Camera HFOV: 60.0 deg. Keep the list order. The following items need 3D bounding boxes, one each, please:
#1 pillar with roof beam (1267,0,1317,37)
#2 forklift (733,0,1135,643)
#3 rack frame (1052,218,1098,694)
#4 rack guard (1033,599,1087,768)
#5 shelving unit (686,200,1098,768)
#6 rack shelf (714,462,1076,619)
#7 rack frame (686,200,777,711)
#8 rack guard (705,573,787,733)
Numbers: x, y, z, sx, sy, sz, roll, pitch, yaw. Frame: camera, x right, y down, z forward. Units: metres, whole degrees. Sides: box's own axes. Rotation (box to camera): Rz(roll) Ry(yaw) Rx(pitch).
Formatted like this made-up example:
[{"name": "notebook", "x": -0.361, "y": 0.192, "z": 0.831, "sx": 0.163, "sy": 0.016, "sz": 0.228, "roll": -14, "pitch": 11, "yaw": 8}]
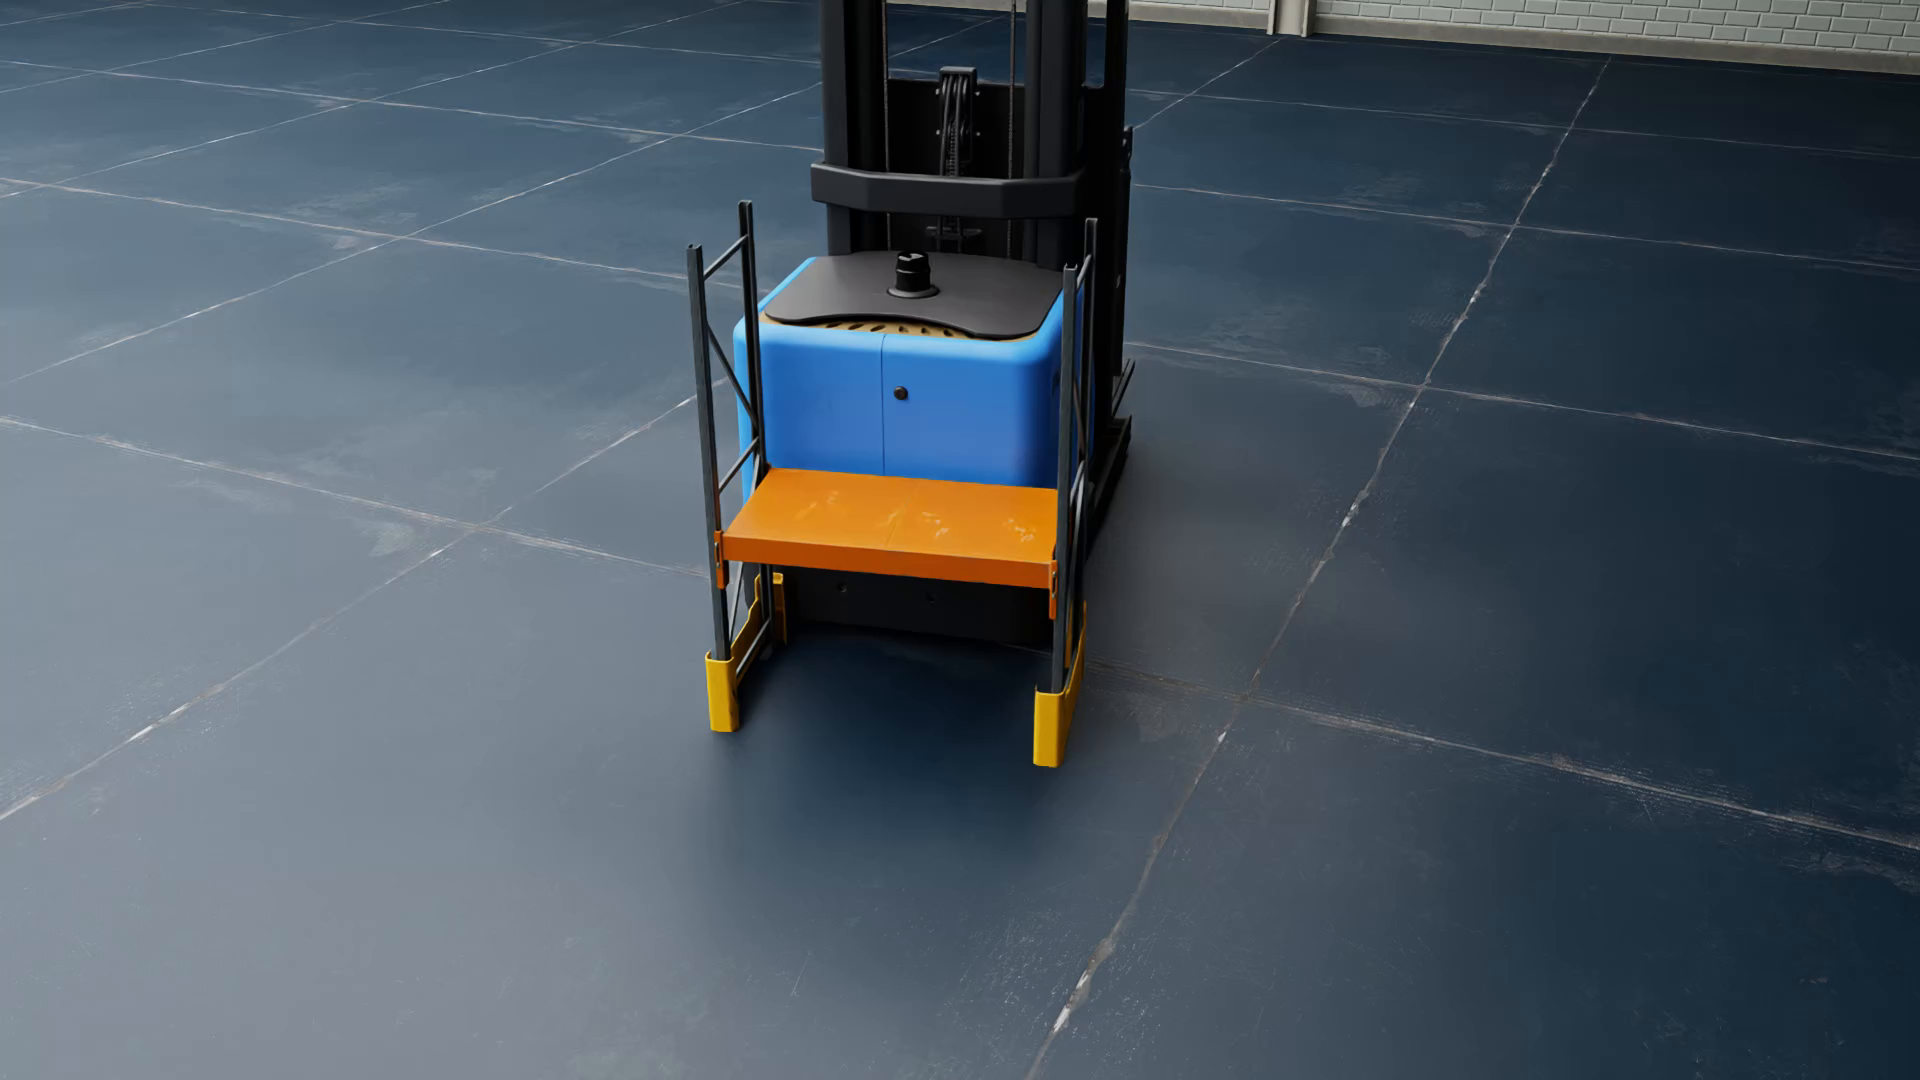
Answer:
[{"name": "pillar with roof beam", "x": 1.481, "y": -7.310, "z": 10.910, "sx": 0.400, "sy": 9.000, "sz": 9.100, "roll": 11, "pitch": 28, "yaw": 22}, {"name": "forklift", "x": 0.101, "y": -1.608, "z": 6.198, "sx": 1.130, "sy": 2.935, "sz": 3.031, "roll": 6, "pitch": 27, "yaw": 12}, {"name": "rack frame", "x": 0.328, "y": -0.130, "z": 4.815, "sx": 0.032, "sy": 1.500, "sz": 0.500, "roll": 5, "pitch": 27, "yaw": 10}, {"name": "rack guard", "x": 0.309, "y": 0.429, "z": 5.095, "sx": 0.087, "sy": 0.250, "sz": 0.587, "roll": 5, "pitch": 27, "yaw": 10}, {"name": "shelving unit", "x": -0.180, "y": -0.173, "z": 4.902, "sx": 1.083, "sy": 1.500, "sz": 0.587, "roll": 5, "pitch": 27, "yaw": 10}, {"name": "rack shelf", "x": -0.171, "y": -0.011, "z": 4.980, "sx": 1.000, "sy": 0.185, "sz": 0.538, "roll": 5, "pitch": 27, "yaw": 10}, {"name": "rack frame", "x": -0.671, "y": -0.214, "z": 4.986, "sx": 0.032, "sy": 1.500, "sz": 0.500, "roll": 5, "pitch": 27, "yaw": 10}, {"name": "rack guard", "x": -0.669, "y": 0.347, "z": 5.262, "sx": 0.087, "sy": 0.250, "sz": 0.587, "roll": 5, "pitch": 27, "yaw": 10}]
